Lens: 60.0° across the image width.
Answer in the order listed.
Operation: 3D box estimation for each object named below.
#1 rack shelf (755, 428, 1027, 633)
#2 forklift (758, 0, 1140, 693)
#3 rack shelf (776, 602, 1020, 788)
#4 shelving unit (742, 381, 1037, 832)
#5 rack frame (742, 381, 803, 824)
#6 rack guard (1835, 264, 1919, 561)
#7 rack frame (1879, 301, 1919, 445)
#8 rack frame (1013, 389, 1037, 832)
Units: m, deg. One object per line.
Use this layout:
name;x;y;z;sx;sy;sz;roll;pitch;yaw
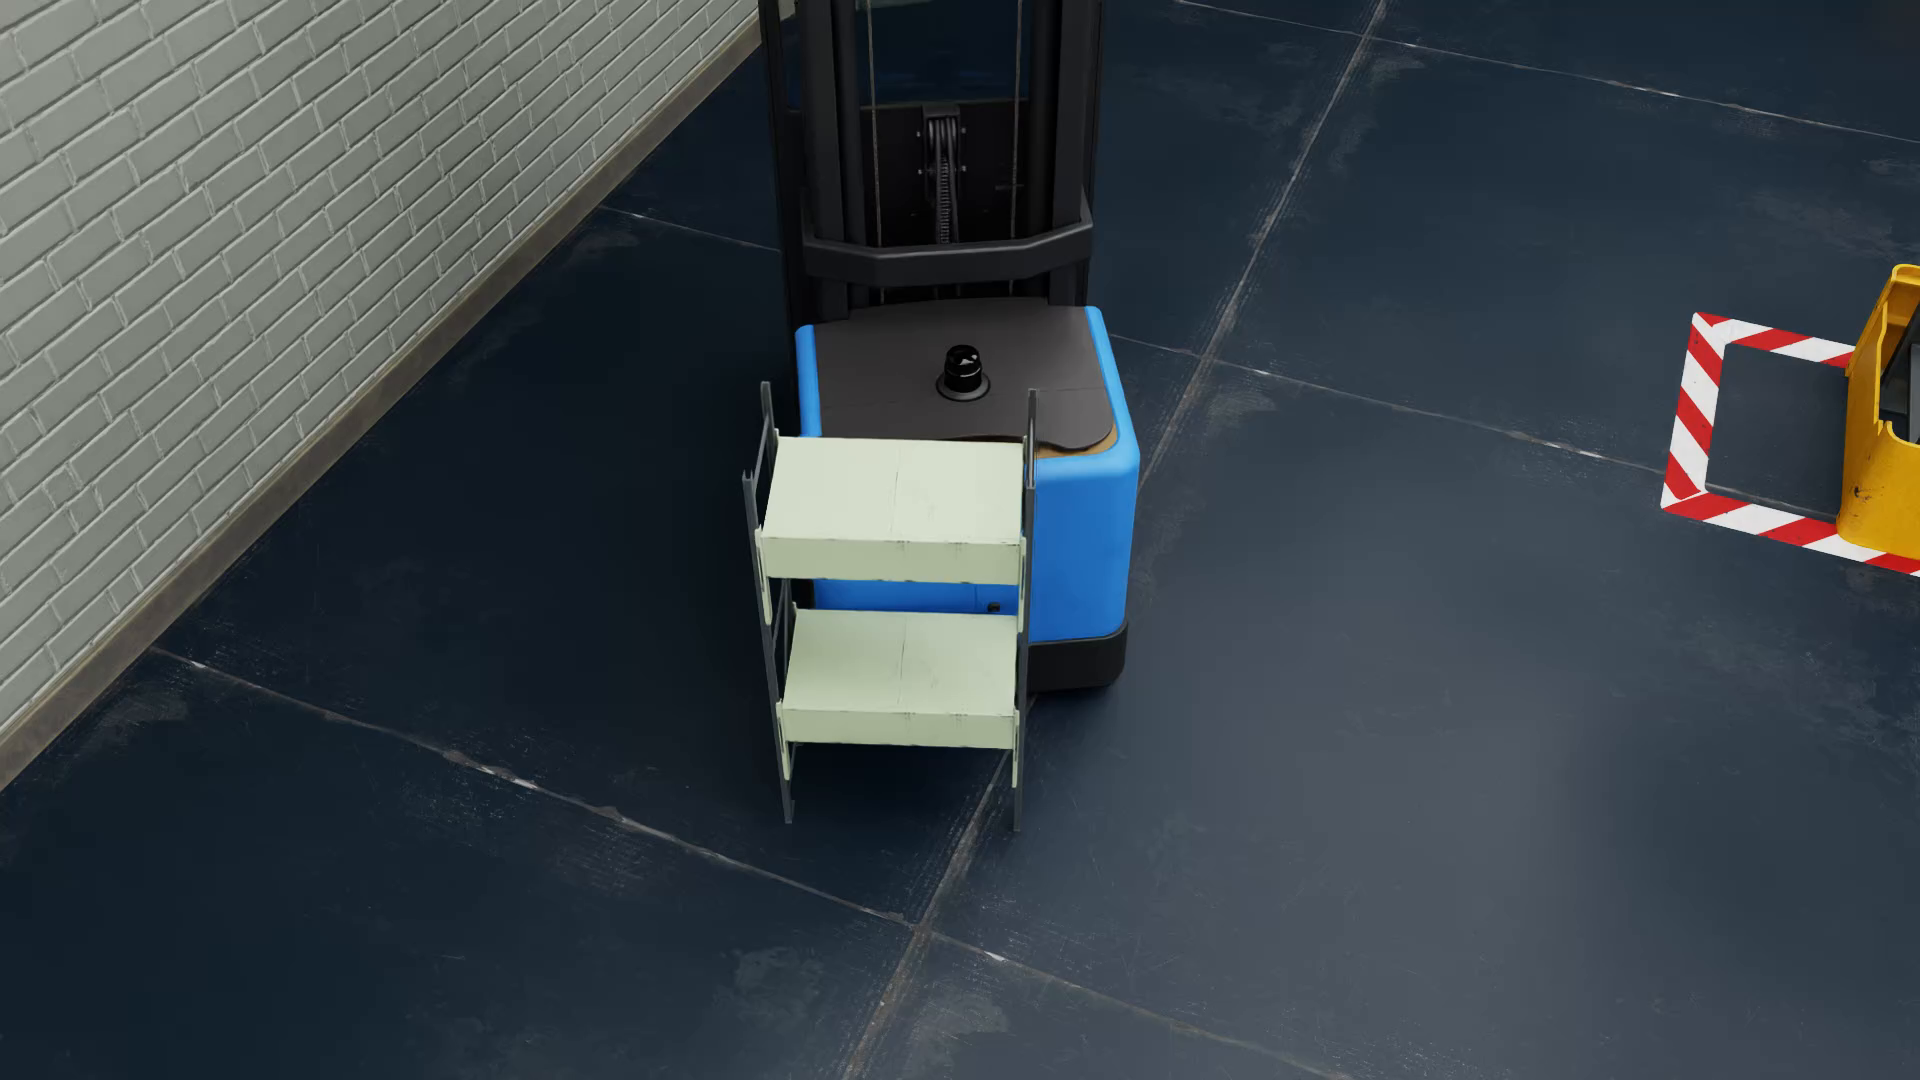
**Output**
rack shelf;-0.176;-0.028;4.662;0.720;0.370;0.431;2;45;2
forklift;-0.112;-1.520;5.700;1.130;2.935;3.031;-4;45;-4
rack shelf;-0.176;0.480;5.167;0.720;0.370;0.431;2;45;2
shelving unit;-0.176;0.249;4.937;0.755;1.500;0.431;2;45;2
rack frame;-0.541;0.237;4.948;0.023;1.500;0.400;2;45;2
rack guard;3.674;-0.513;6.411;0.348;0.500;1.175;16;47;16
rack frame;3.696;-1.393;5.523;0.127;3.000;1.000;16;47;16
rack frame;0.190;0.260;4.926;0.023;1.500;0.400;2;45;2
